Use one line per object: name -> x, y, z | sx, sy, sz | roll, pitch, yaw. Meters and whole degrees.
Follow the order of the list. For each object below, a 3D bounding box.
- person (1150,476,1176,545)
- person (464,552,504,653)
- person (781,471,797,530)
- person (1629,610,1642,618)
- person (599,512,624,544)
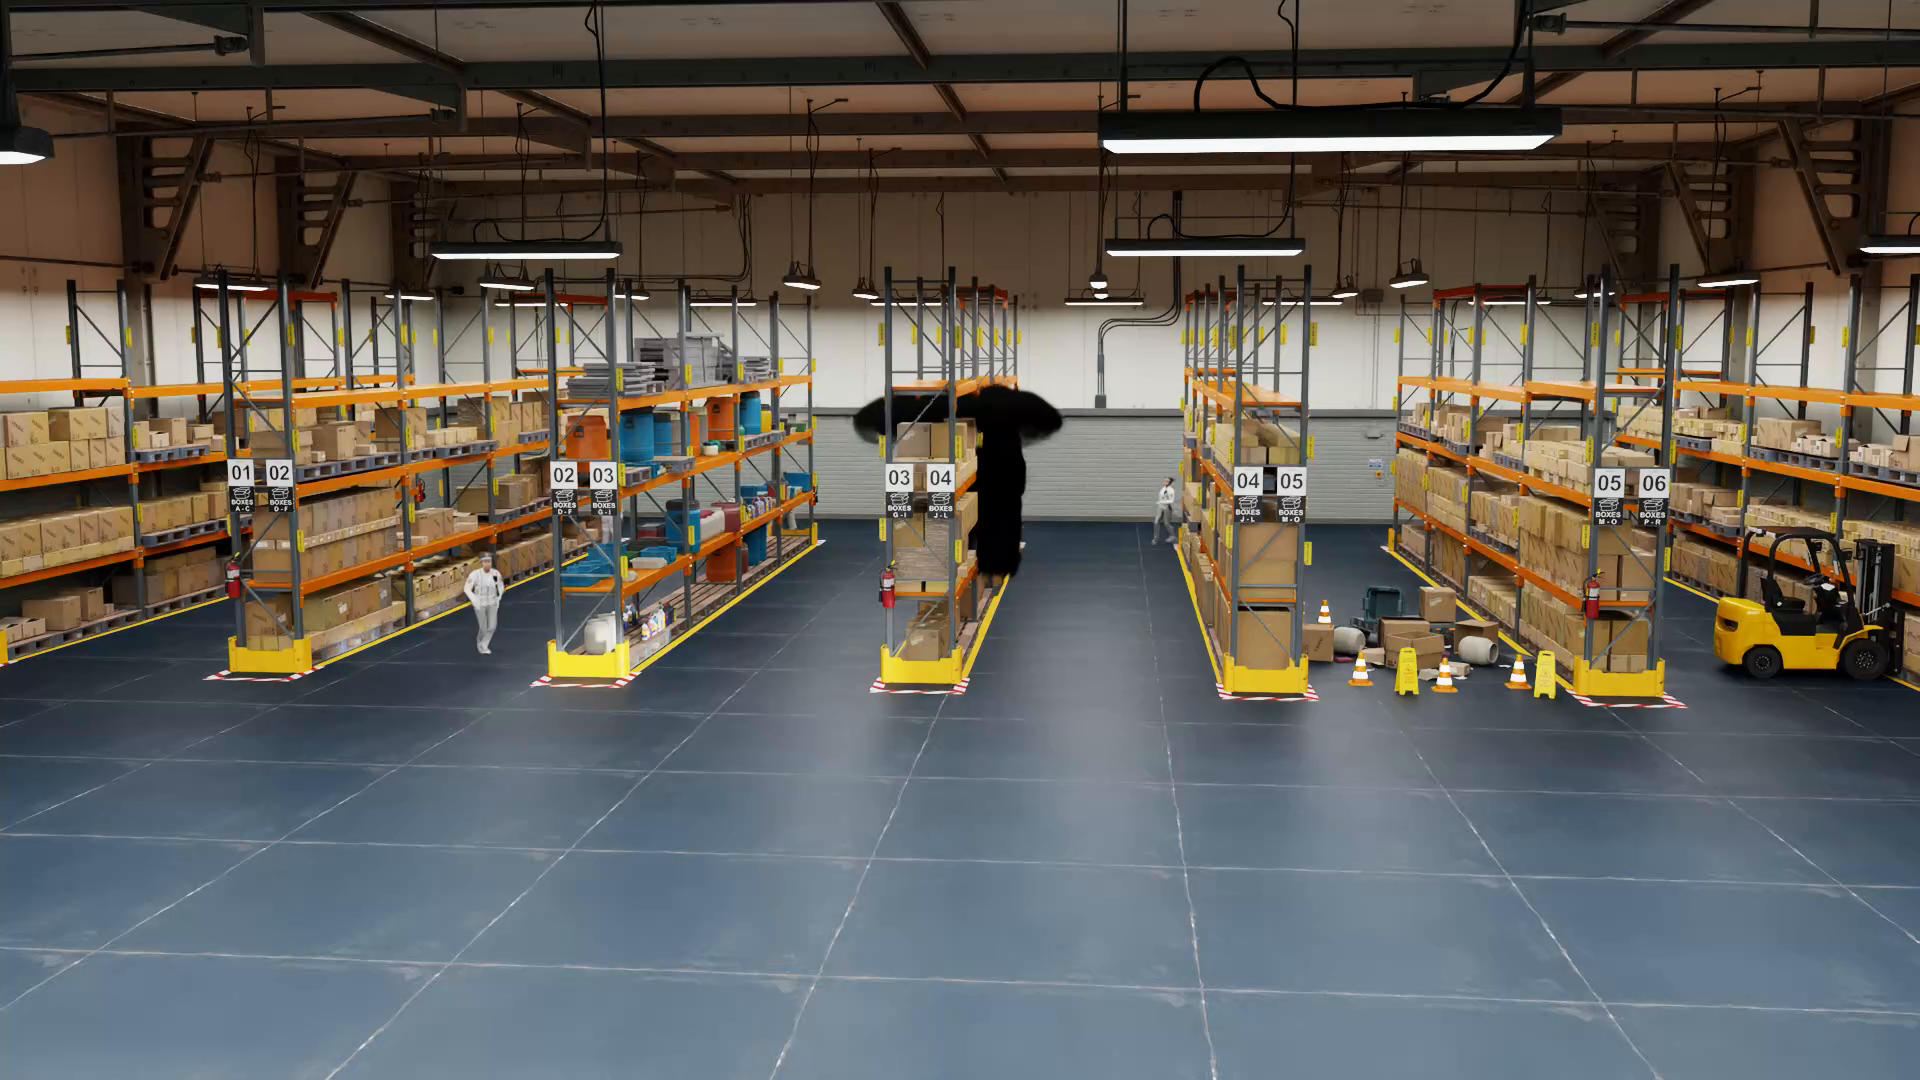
person -> 5.034, -0.710, 40.321 | 0.750, 1.723, 0.597 | -5, 8, -34
person -> -7.152, 0.950, 25.044 | 0.598, 1.580, 0.595 | -4, 8, -31
person -> -4.336, -0.885, 41.478 | 0.961, 1.664, 0.586 | 4, 8, 28
person -> 11.553, 0.830, 28.885 | 0.529, 1.398, 1.042 | -2, 7, -18
person -> -7.480, -0.150, 35.628 | 0.583, 1.730, 0.711 | 0, 7, 3
